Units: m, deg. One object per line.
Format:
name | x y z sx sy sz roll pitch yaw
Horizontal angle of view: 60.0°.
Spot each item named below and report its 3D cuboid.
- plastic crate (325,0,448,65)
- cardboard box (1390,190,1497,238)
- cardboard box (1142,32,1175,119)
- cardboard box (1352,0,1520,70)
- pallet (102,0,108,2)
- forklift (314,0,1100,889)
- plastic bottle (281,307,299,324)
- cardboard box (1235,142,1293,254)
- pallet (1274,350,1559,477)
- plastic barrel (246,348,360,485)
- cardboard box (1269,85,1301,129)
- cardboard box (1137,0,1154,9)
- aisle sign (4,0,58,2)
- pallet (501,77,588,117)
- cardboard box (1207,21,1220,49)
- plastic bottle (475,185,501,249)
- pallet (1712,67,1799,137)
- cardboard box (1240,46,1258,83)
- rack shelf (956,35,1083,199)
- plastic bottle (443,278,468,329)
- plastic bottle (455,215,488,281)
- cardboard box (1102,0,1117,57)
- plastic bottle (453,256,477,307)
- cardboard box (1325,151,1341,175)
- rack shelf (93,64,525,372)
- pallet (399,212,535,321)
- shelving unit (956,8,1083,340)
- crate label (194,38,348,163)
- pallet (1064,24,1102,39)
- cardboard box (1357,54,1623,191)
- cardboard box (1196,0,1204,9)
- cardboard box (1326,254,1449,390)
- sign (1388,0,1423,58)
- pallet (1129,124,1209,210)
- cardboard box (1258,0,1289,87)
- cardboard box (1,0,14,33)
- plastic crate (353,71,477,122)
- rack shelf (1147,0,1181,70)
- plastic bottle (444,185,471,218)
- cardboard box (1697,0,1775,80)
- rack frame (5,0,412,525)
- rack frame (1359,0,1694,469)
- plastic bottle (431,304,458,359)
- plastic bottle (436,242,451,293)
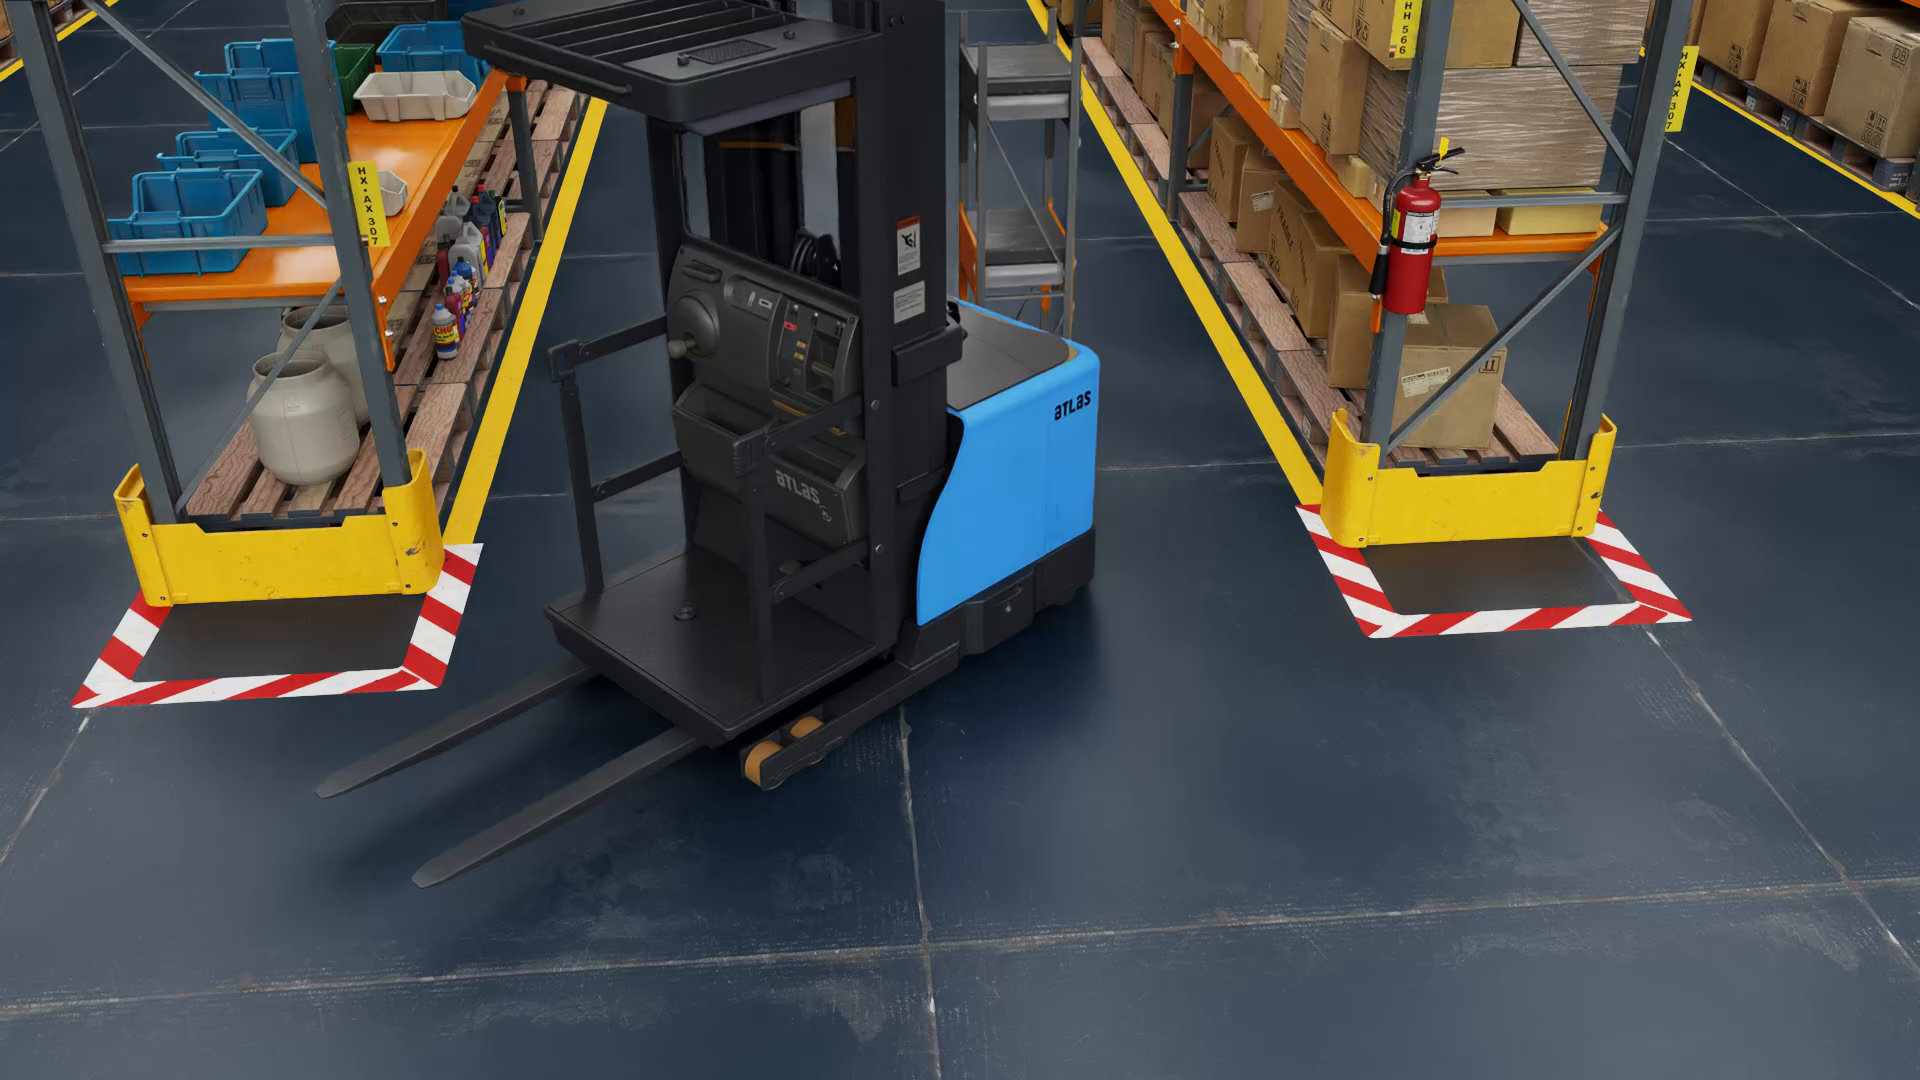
plastic crate | -3.175 -2.834 9.130 0.767 0.338 0.504 -3 31 -5
cardboard box | 1.975 -1.357 6.841 0.380 0.149 0.250 -3 31 -5
cardboard box | 1.719 -3.331 11.911 0.700 0.500 0.500 -5 31 -9
cardboard box | 1.910 -2.198 6.642 0.500 0.500 0.500 -3 31 -5
pallet | -8.663 -5.372 16.038 1.003 0.211 1.213 -3 31 -5
forklift | -0.830 -0.688 5.544 1.130 2.935 3.031 26 40 37
plastic bottle | -3.361 -1.090 8.369 0.061 0.283 0.133 -2 31 -3
cardboard box | 1.892 -1.980 9.668 0.500 0.500 0.500 7 32 11
pallet | 2.160 -0.587 8.027 1.003 0.211 1.213 -3 31 -5
plastic barrel | -2.861 -0.536 7.239 0.421 0.512 0.421 0 31 0
cardboard box | 1.731 -2.118 8.115 0.380 0.149 0.250 -3 31 -5
cardboard box | 1.612 -4.240 12.701 0.500 0.250 0.500 1 31 1
aisle sign | -3.013 -2.157 5.400 0.394 0.787 0.004 -3 31 -5
pallet | -3.437 -3.582 13.040 1.003 0.211 1.213 -3 31 -5
cardboard box | 1.616 -2.885 9.399 0.380 0.149 0.250 -3 31 -5
plastic bottle | -2.750 -1.871 9.611 0.144 0.351 0.185 -4 31 -6
pallet | 6.517 -3.375 12.694 1.003 0.211 1.213 -3 31 -5
cardboard box | 1.696 -2.502 8.759 0.380 0.149 0.250 -3 31 -5
rack shelf | 0.232 -1.721 6.744 0.431 0.518 0.480 -4 31 -7
plastic bottle | -2.615 -1.225 8.607 0.097 0.271 0.097 0 31 0
plastic bottle | -2.702 -1.608 9.171 0.144 0.351 0.185 -3 31 -5
cardboard box | 1.543 -4.188 13.345 0.700 0.500 0.500 -4 31 -7
plastic bottle | -2.643 -1.379 8.866 0.097 0.271 0.097 0 31 0
cardboard box | 1.870 -1.738 7.479 0.380 0.149 0.250 -3 31 -5
rack shelf | -2.911 -1.804 8.046 1.077 0.370 4.000 -3 31 -5
pallet | -3.076 -1.592 9.709 1.003 0.211 1.213 -3 31 -5
shelving unit | 0.232 -1.131 7.096 0.431 2.100 0.503 -4 31 -7
crate label | -3.165 -2.034 7.695 0.502 0.435 0.616 -3 31 -5
pallet | 1.461 -4.622 14.783 1.003 0.211 1.213 -3 31 -5
cardboard box | 2.183 -1.782 6.920 0.875 0.500 0.500 -3 31 -5
cardboard box | 1.814 -3.309 9.477 0.875 0.500 0.500 -3 31 -5
cardboard box | 2.076 -1.059 8.126 0.500 0.500 0.500 5 31 8
sign | 1.653 -1.945 6.144 0.100 0.325 0.005 -3 31 -5
pallet | 1.760 -2.571 11.349 1.003 0.211 1.213 -3 31 -5
cardboard box | 1.979 -2.544 8.197 0.875 0.500 0.500 -3 31 -5
cardboard box | -8.216 -4.569 13.984 0.500 0.500 0.500 -4 31 -6
plastic crate | -2.694 -2.204 8.271 0.530 0.136 0.437 -3 31 -5
rack shelf | 1.647 -4.083 11.863 1.077 0.370 4.000 -3 31 -5
plastic bottle | -2.894 -1.864 9.599 0.144 0.351 0.185 -3 31 -5
cardboard box | 6.460 -4.052 12.894 1.050 0.750 0.750 -2 31 -4
rack frame | -2.724 -1.092 6.152 1.000 3.000 0.127 -3 31 -5
rack frame | 2.208 -1.329 6.550 1.000 3.000 0.127 -3 31 -5
plastic bottle | -2.583 -1.050 8.314 0.097 0.271 0.097 0 31 0
plastic bottle | -2.797 -1.490 9.040 0.061 0.283 0.133 -3 31 -5
